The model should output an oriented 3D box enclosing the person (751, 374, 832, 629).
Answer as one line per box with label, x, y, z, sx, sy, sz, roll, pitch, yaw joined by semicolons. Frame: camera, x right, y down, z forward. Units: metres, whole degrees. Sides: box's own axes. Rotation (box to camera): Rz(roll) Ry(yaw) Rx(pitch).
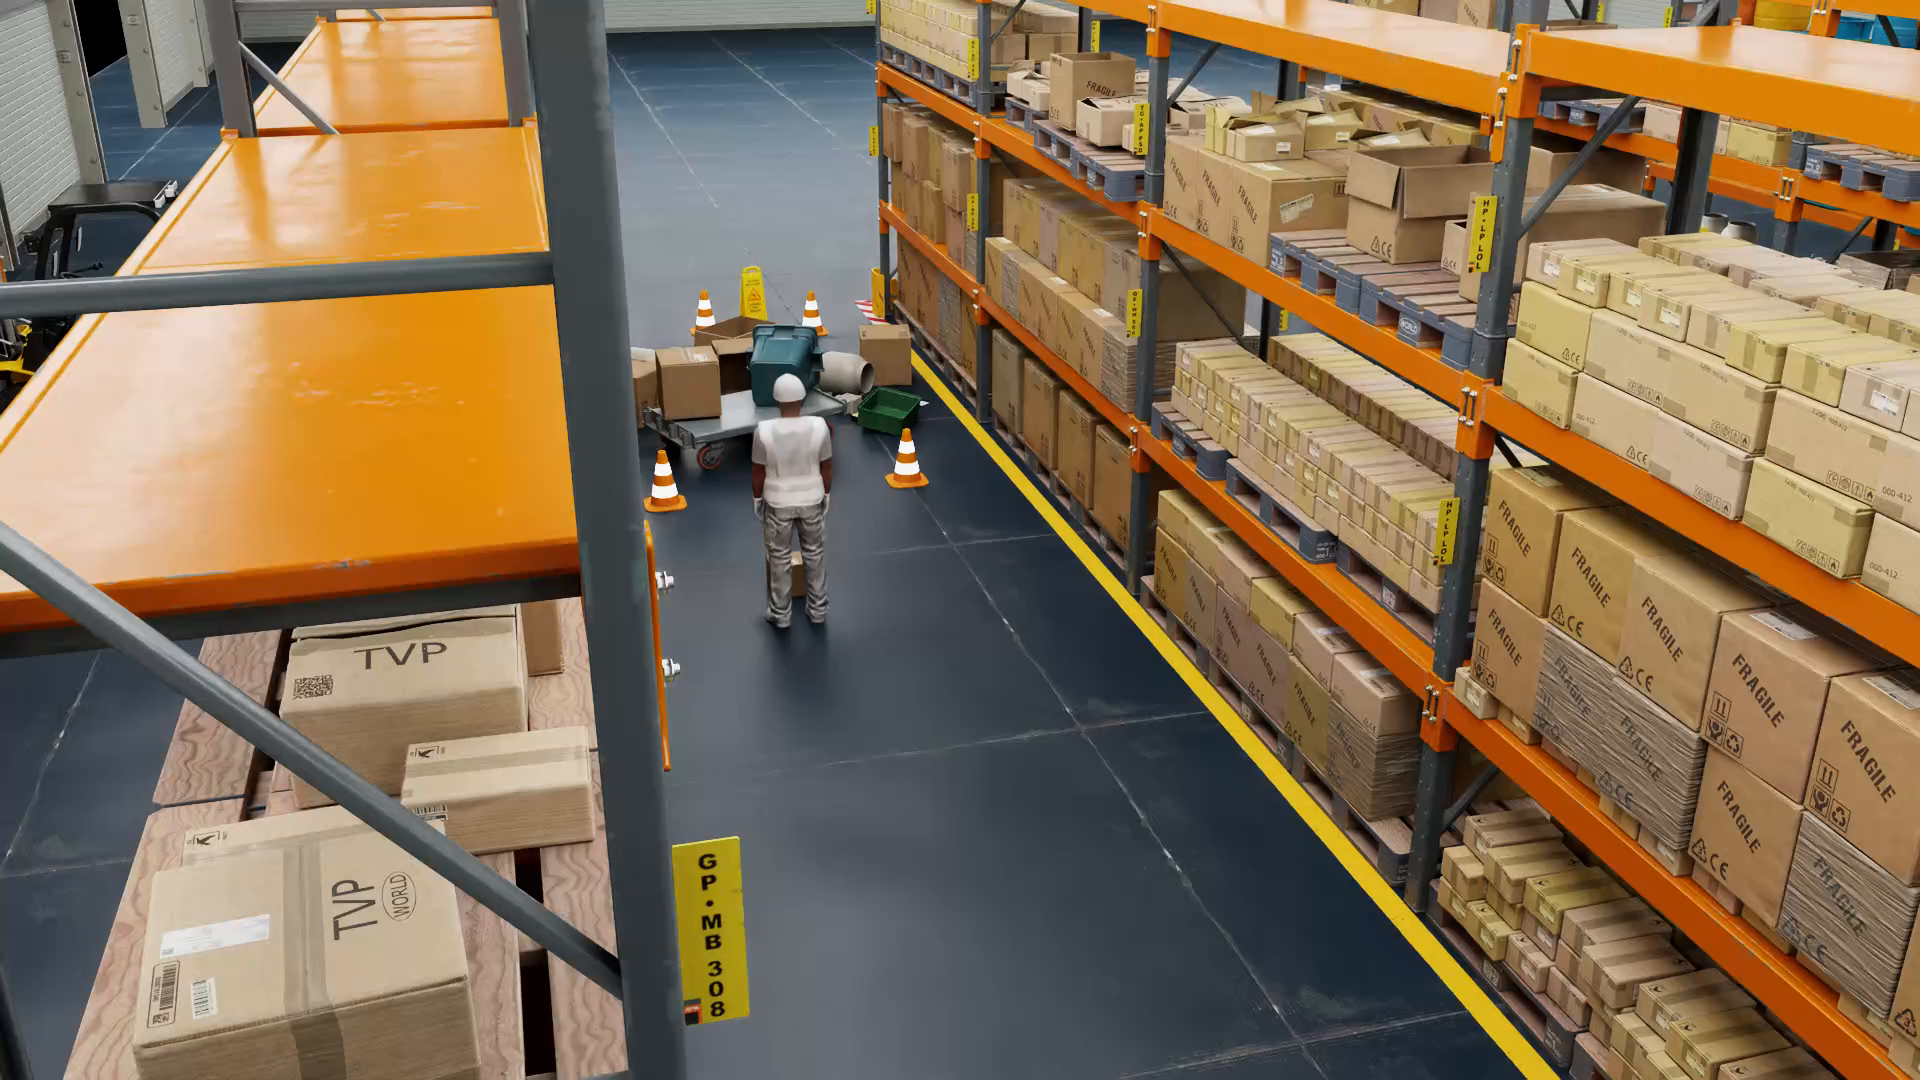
person;-1.138;-0.269;11.285;0.549;1.789;0.361;-6;23;-13
